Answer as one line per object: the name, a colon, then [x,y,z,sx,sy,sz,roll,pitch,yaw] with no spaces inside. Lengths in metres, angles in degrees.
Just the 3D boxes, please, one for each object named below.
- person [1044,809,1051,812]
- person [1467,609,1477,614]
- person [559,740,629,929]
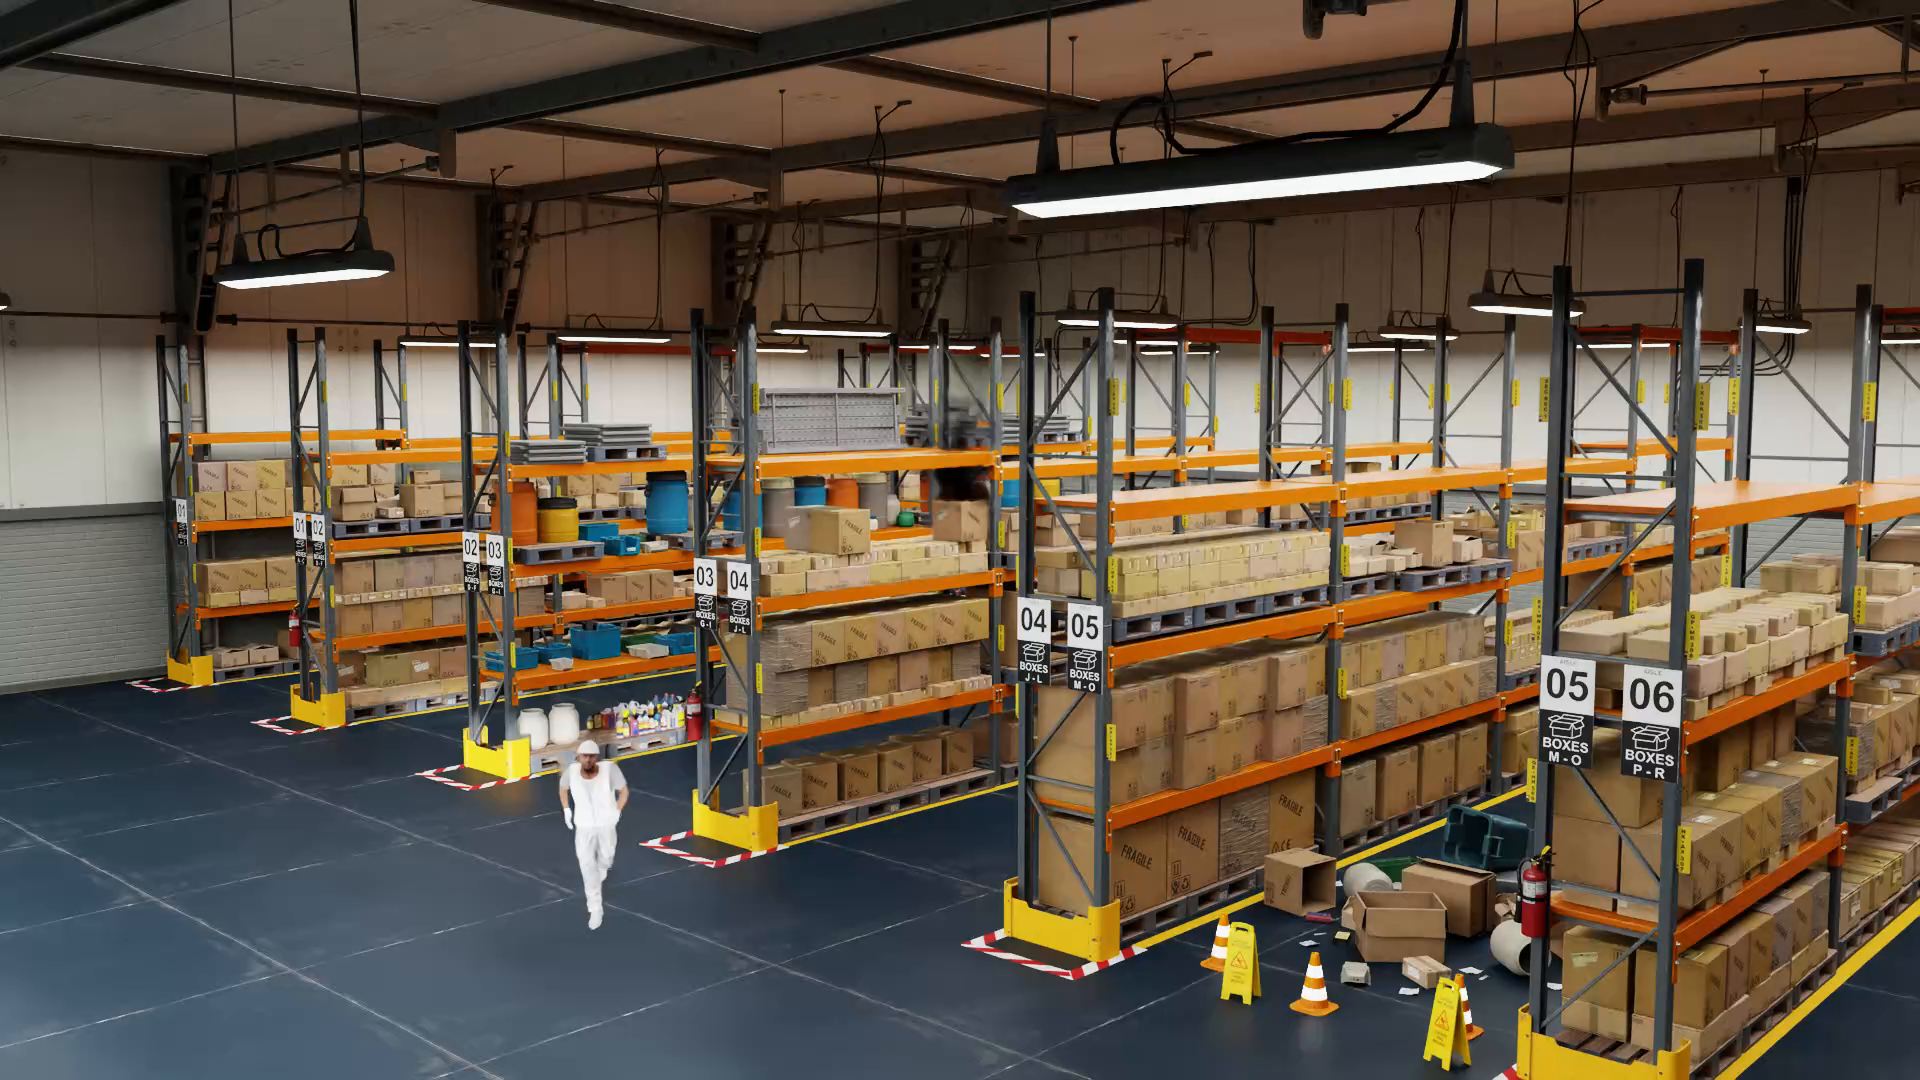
person: [1.079,2.609,17.955,0.649,1.740,0.603,4,7,39]
person: [7.810,1.925,25.318,0.652,1.740,0.689,-4,7,-37]
person: [-3.567,2.784,16.234,0.679,1.771,1.032,-1,5,-9]
